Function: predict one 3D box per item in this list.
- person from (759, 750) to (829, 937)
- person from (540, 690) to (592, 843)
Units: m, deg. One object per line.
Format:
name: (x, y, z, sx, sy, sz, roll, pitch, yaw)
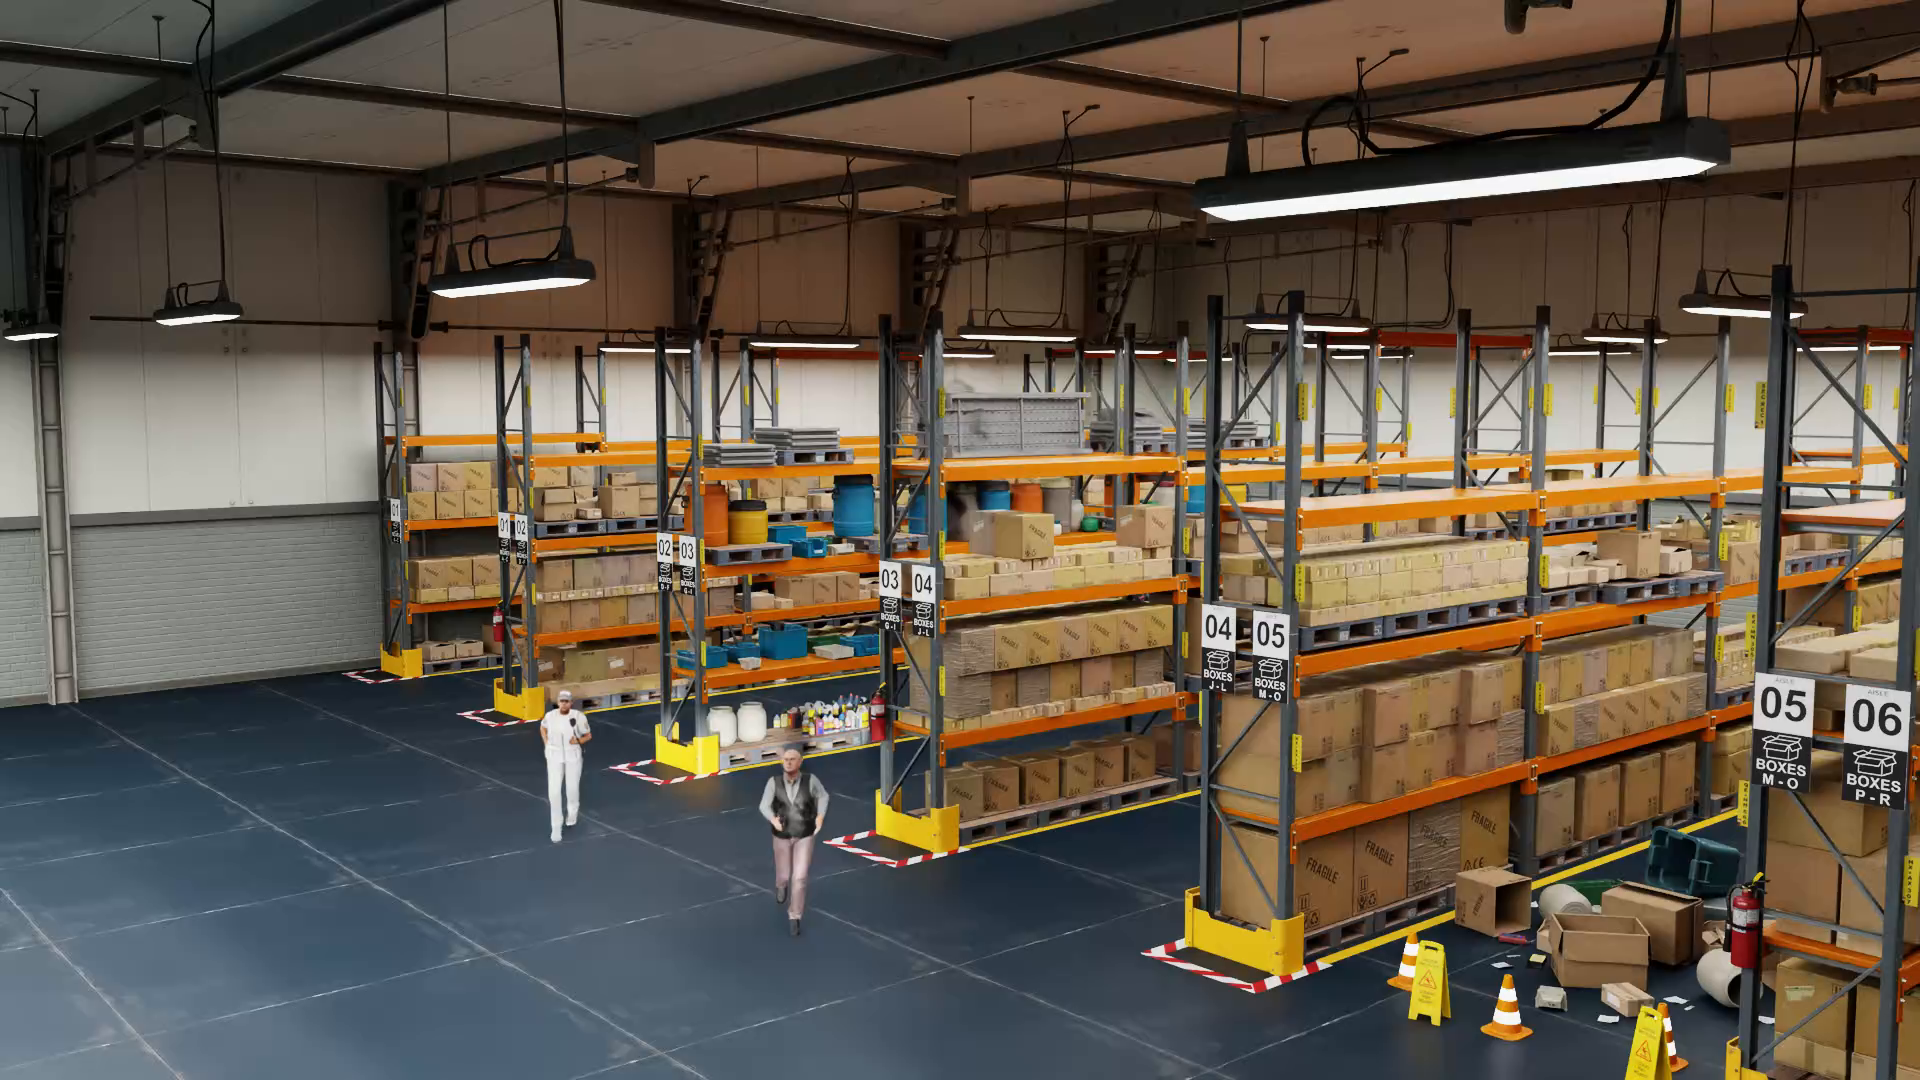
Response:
person: (-1.598, 2.861, 16.069, 0.668, 1.725, 0.889, 0, 5, -2)
person: (-4.573, 2.583, 19.317, 0.593, 1.722, 0.826, -1, 5, -10)
